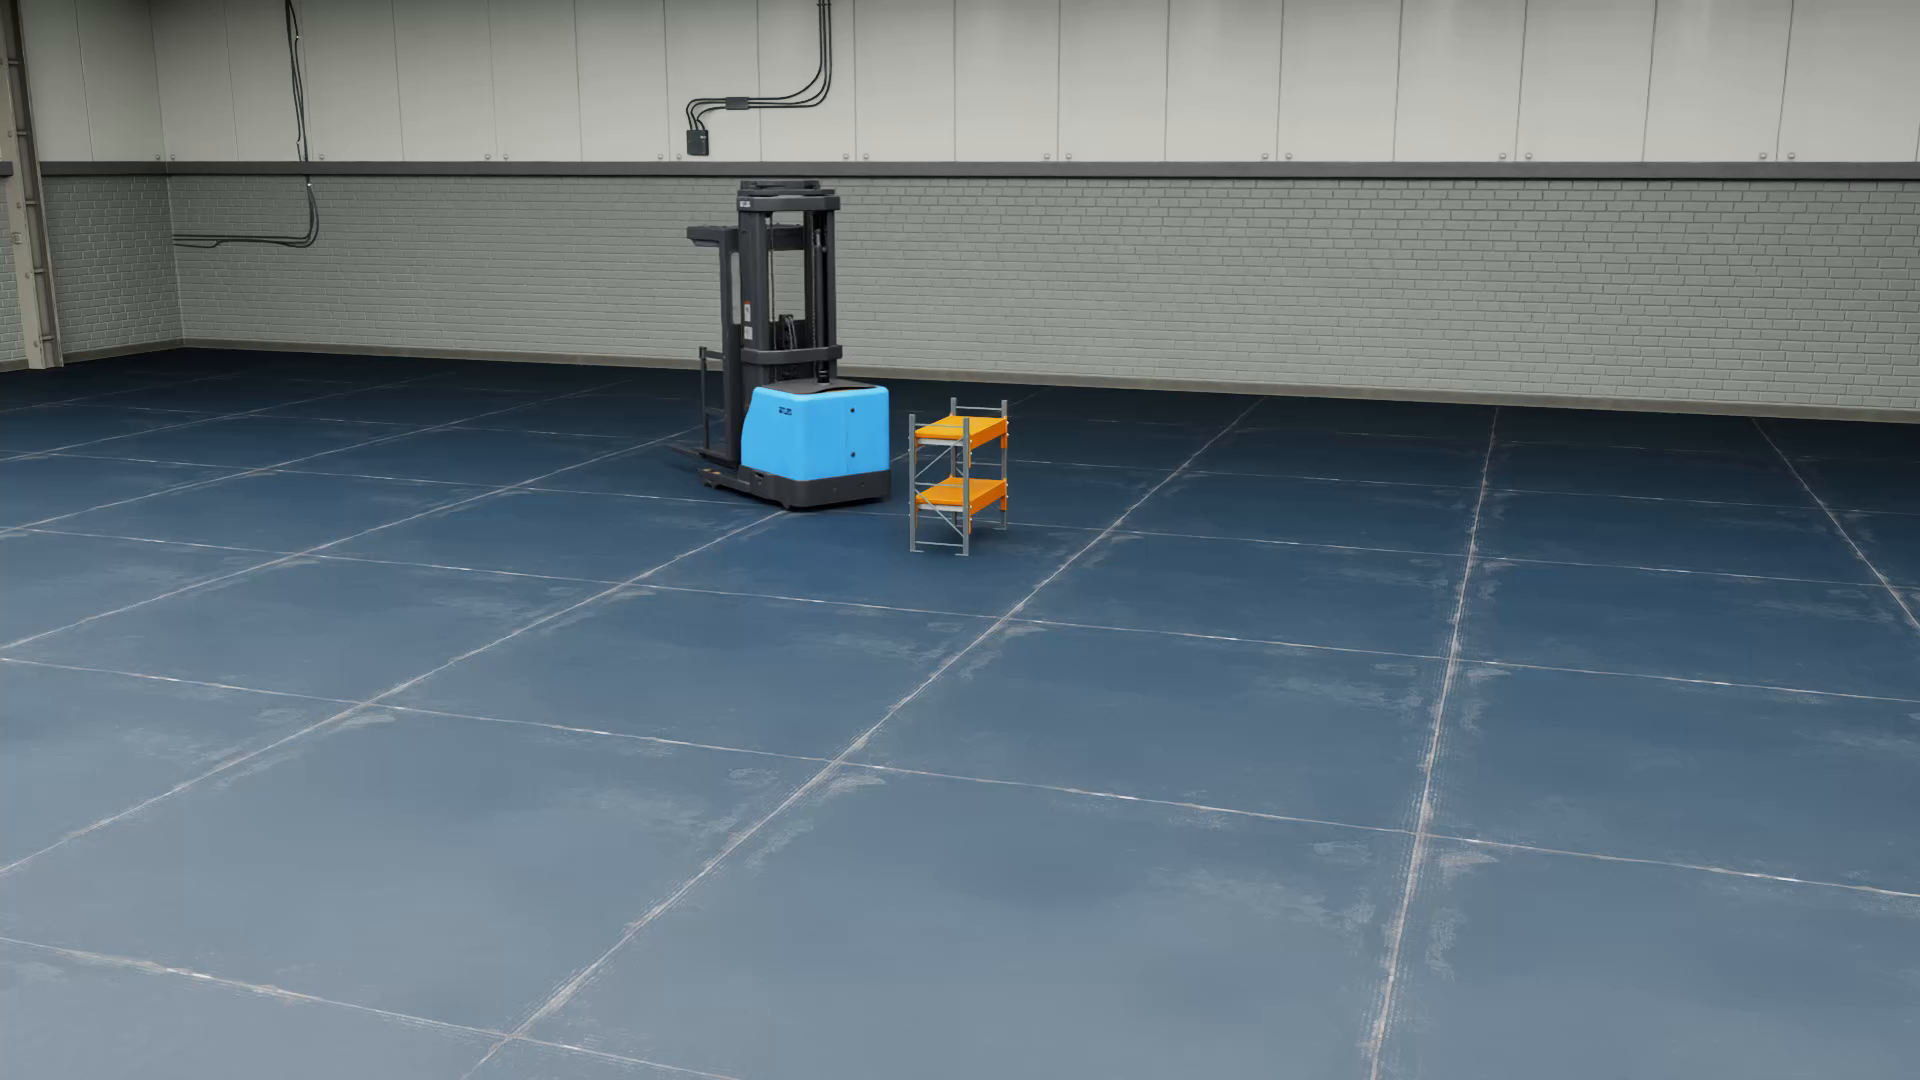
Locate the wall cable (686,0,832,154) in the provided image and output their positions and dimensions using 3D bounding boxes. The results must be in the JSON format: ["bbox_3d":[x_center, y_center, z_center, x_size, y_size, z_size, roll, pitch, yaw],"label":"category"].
[{"bbox_3d":[-2.932,-8.551,23.589,2.305,6.003,0.169,4,14,18],"label":"wall cable"}]

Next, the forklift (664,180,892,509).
[{"bbox_3d":[-1.924,-1.986,16.100,1.130,2.935,3.031,-9,16,-36],"label":"forklift"}]

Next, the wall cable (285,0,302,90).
[{"bbox_3d":[-9.350,-8.334,25.906,3.097,2.526,0.112,4,14,18],"label":"wall cable"}]

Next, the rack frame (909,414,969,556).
[{"bbox_3d":[-0.167,-0.440,13.388,0.500,1.125,0.032,4,14,18],"label":"rack frame"}]

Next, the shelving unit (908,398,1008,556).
[{"bbox_3d":[-0.002,-0.547,13.857,0.538,1.125,1.048,4,14,18],"label":"shelving unit"}]

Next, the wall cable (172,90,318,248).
[{"bbox_3d":[-11.910,-6.066,27.322,3.097,2.526,0.112,4,14,18],"label":"wall cable"}]

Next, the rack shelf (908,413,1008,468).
[{"bbox_3d":[-0.002,-0.832,13.791,0.538,0.278,1.000,4,14,18],"label":"rack shelf"}]

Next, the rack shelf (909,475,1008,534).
[{"bbox_3d":[-0.002,-0.309,13.911,0.538,0.278,1.000,4,14,18],"label":"rack shelf"}]

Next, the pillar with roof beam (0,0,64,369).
[{"bbox_3d":[-10.041,-6.745,23.318,9.100,9.000,0.400,4,14,18],"label":"pillar with roof beam"}]

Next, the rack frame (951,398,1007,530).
[{"bbox_3d":[0.162,-0.654,14.325,0.500,1.125,0.032,4,14,18],"label":"rack frame"}]
